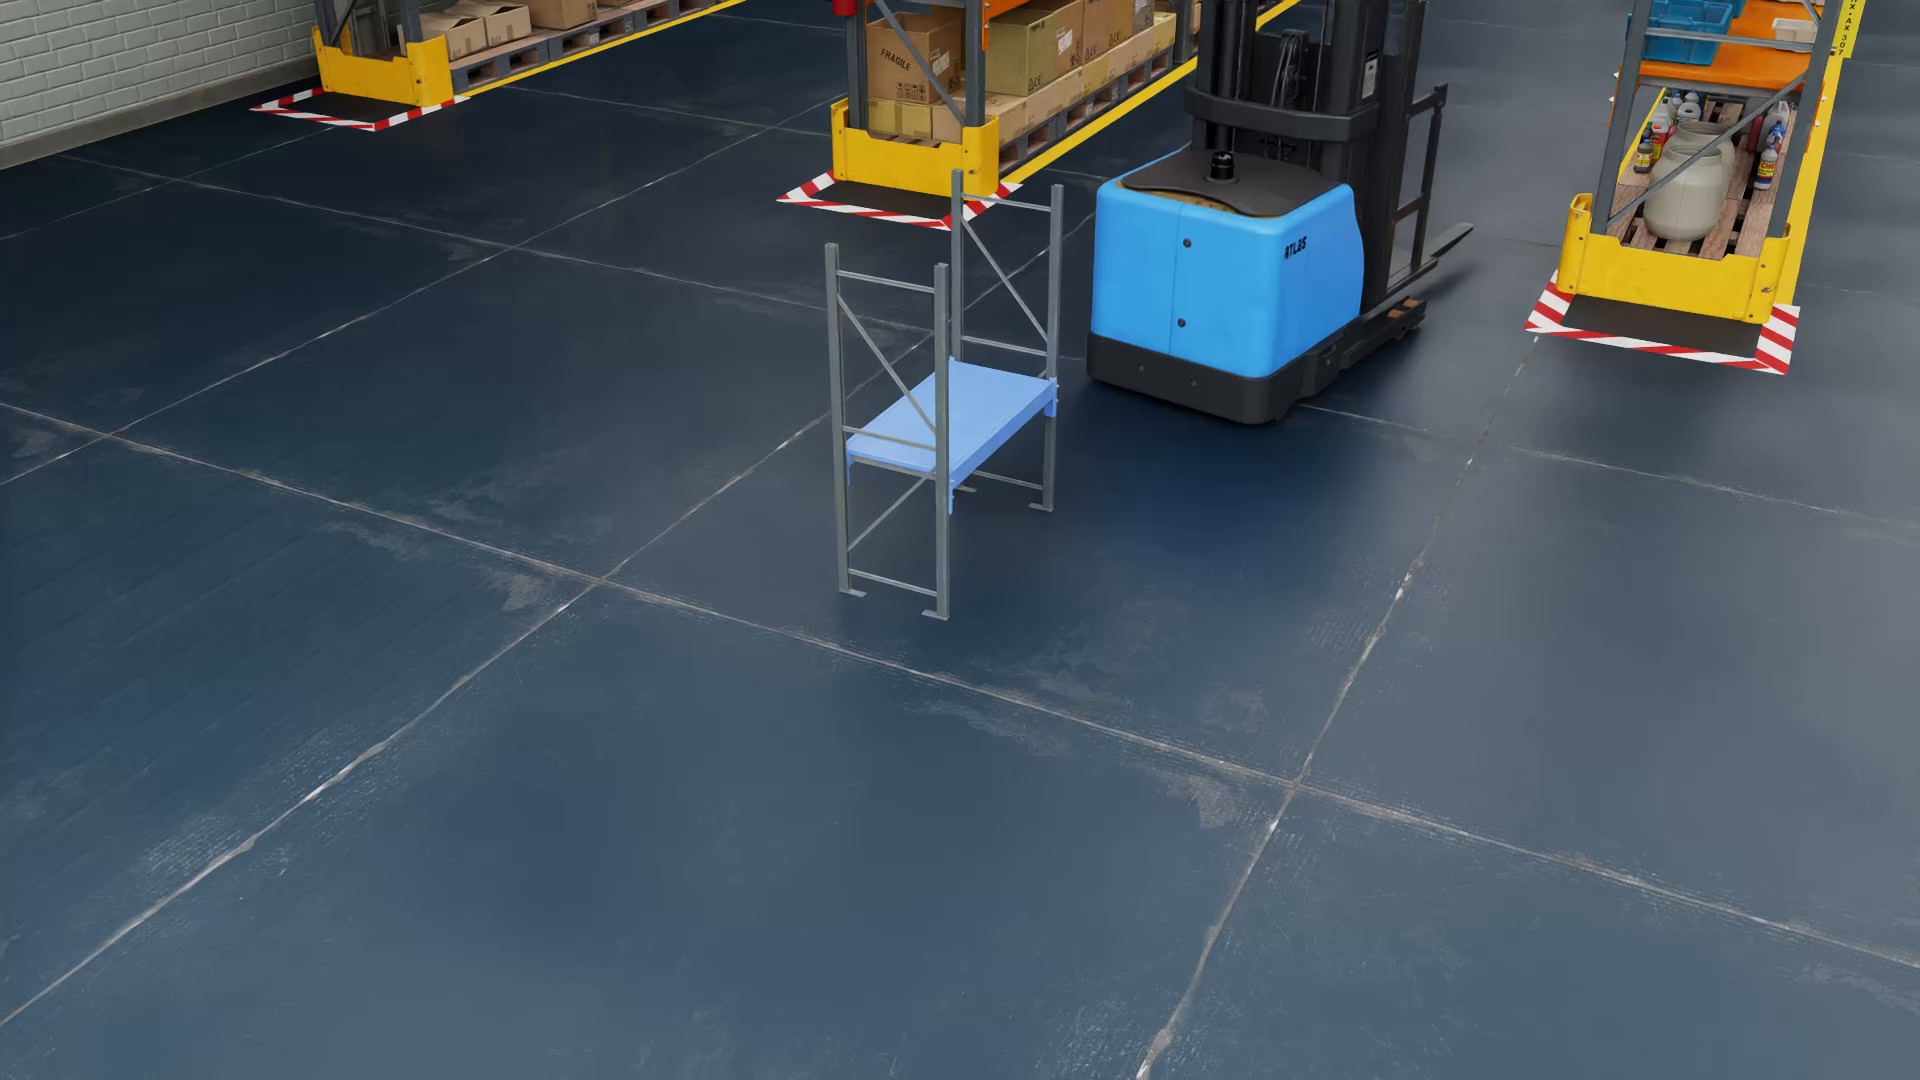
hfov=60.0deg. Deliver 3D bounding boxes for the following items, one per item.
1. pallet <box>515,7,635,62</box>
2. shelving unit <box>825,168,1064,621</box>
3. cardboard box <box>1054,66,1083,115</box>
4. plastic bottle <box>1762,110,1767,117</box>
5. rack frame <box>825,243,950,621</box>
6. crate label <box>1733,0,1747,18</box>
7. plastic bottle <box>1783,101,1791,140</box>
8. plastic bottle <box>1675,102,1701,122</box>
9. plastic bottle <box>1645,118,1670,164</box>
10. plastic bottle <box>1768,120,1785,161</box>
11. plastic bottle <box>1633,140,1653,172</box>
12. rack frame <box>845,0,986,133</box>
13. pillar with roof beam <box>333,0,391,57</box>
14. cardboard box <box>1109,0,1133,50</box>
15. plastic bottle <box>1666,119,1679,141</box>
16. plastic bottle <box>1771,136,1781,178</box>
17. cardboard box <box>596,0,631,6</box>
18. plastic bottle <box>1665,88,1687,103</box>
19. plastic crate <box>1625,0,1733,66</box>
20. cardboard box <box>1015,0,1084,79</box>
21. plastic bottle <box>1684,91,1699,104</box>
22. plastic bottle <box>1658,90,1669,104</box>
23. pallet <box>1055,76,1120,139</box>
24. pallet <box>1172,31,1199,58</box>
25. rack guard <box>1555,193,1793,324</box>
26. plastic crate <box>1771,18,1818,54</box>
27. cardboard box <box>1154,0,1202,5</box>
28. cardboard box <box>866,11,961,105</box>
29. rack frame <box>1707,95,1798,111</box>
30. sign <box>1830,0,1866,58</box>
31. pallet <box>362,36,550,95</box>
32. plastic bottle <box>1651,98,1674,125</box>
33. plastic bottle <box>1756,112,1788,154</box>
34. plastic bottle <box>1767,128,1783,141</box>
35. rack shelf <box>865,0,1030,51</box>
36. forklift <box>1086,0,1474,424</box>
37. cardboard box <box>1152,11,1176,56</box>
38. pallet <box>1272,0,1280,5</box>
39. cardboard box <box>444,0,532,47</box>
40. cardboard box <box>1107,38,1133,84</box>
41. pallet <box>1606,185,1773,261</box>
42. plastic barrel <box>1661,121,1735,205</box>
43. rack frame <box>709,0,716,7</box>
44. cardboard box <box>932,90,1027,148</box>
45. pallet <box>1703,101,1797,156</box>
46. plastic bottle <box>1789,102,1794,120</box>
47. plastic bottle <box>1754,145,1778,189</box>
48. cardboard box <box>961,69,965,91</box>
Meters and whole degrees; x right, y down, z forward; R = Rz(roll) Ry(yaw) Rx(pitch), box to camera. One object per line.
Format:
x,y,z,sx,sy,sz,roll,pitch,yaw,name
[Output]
-3.721,-4.633,15.106,1.003,0.211,1.213,14,33,23,pallet
-0.039,-0.613,6.811,0.538,1.500,1.048,14,33,23,shelving unit
0.592,-3.417,12.527,0.500,0.250,0.500,14,33,23,cardboard box
5.553,-2.889,11.555,0.061,0.283,0.133,14,33,23,plastic bottle
-0.270,-0.387,6.418,0.500,1.500,0.032,14,33,23,rack frame
4.703,-3.563,10.407,0.502,0.435,0.616,14,33,23,crate label
5.766,-2.939,11.641,0.061,0.283,0.133,17,34,27,plastic bottle
5.054,-2.895,11.572,0.152,0.276,0.135,14,33,23,plastic bottle
4.691,-2.699,11.231,0.152,0.276,0.135,15,33,24,plastic bottle
5.503,-2.697,11.232,0.097,0.271,0.097,0,30,0,plastic bottle
4.552,-2.561,11.066,0.097,0.201,0.097,0,30,0,plastic bottle
-0.303,-3.796,10.847,1.000,3.000,0.127,14,33,23,rack frame
-1.333,-7.049,10.489,9.100,9.000,0.400,14,33,23,pillar with roof beam
1.040,-4.187,13.116,0.500,0.500,0.500,14,33,23,cardboard box
4.786,-2.678,11.188,0.061,0.283,0.133,14,33,23,plastic bottle
5.328,-2.512,10.899,0.061,0.283,0.133,15,33,24,plastic bottle
-3.329,-5.329,15.585,0.500,0.500,0.500,12,32,20,cardboard box
5.190,-3.222,12.067,0.144,0.351,0.185,15,33,25,plastic bottle
4.067,-2.895,9.429,0.499,0.251,0.616,14,33,23,plastic crate
0.582,-3.744,12.345,0.500,0.500,0.500,14,33,23,cardboard box
5.232,-3.096,11.927,0.097,0.271,0.097,0,30,0,plastic bottle
4.992,-3.045,11.827,0.061,0.283,0.133,16,33,25,plastic bottle
0.565,-3.474,13.087,1.003,0.211,1.213,14,33,23,pallet
1.820,-4.695,15.214,1.003,0.211,1.213,14,33,23,pallet
4.098,-1.631,9.587,1.175,0.500,0.348,14,33,23,rack guard
4.799,-2.880,9.517,0.298,0.136,0.250,14,33,23,plastic crate
1.930,-4.928,14.596,0.500,0.311,0.500,14,33,23,cardboard box
-0.323,-3.416,11.772,0.500,0.500,0.500,14,33,23,cardboard box
5.927,-4.443,11.976,1.000,3.000,0.127,14,33,23,rack frame
4.593,-2.664,8.598,0.100,0.325,0.005,14,33,23,sign
-4.278,-4.094,14.168,1.003,0.211,1.213,14,33,23,pallet
4.826,-2.867,11.449,0.144,0.351,0.185,16,33,25,plastic bottle
5.578,-2.803,11.412,0.152,0.276,0.135,15,33,24,plastic bottle
5.410,-2.607,11.076,0.097,0.271,0.097,0,30,0,plastic bottle
0.608,-4.370,12.571,1.077,0.370,4.000,14,33,23,rack shelf
1.951,-2.506,8.671,1.130,2.935,3.031,21,36,32,forklift
1.503,-4.303,14.071,0.500,0.250,0.500,14,33,23,cardboard box
2.932,-5.777,17.098,1.003,0.211,1.213,14,33,23,pallet
-4.059,-4.482,14.300,0.500,0.311,0.500,17,34,27,cardboard box
1.052,-3.859,13.297,0.500,0.250,0.500,14,33,23,cardboard box
4.473,-1.864,10.284,1.003,0.211,1.213,14,33,23,pallet
4.565,-2.305,10.328,0.421,0.512,0.421,0,30,0,plastic barrel
-2.892,-6.691,15.889,1.000,3.000,0.127,14,33,23,rack frame
0.140,-2.973,11.754,0.500,0.250,0.500,14,33,23,cardboard box
5.584,-2.946,12.168,1.003,0.211,1.213,14,33,23,pallet
6.002,-3.168,12.041,0.061,0.283,0.133,16,34,26,plastic bottle
5.209,-2.411,10.734,0.097,0.271,0.097,0,30,0,plastic bottle
-0.104,-3.314,12.349,0.500,0.250,0.500,14,33,23,cardboard box
